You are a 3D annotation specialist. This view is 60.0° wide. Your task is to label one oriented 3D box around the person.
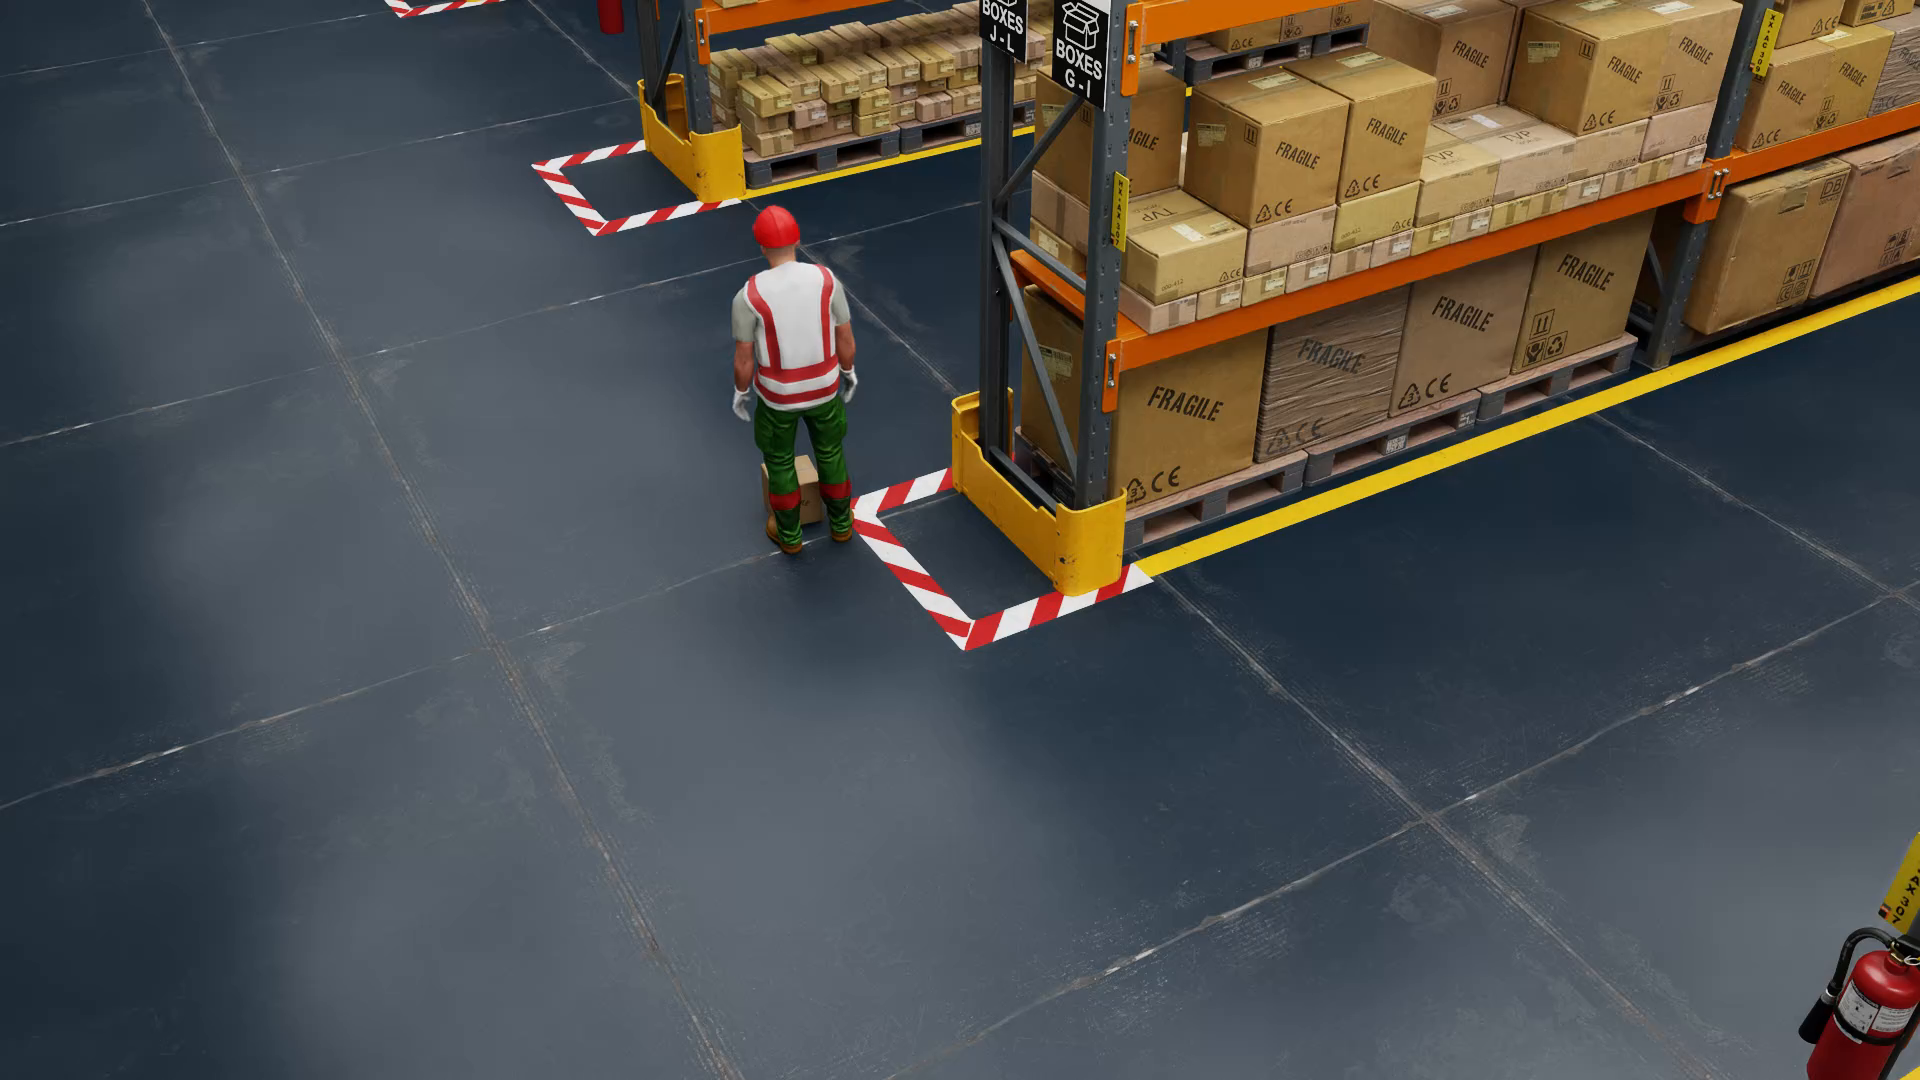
[{"bbox_3d":[-0.782,-0.736,7.912,0.617,1.778,0.456,-12,38,-16],"label":"person"}]
